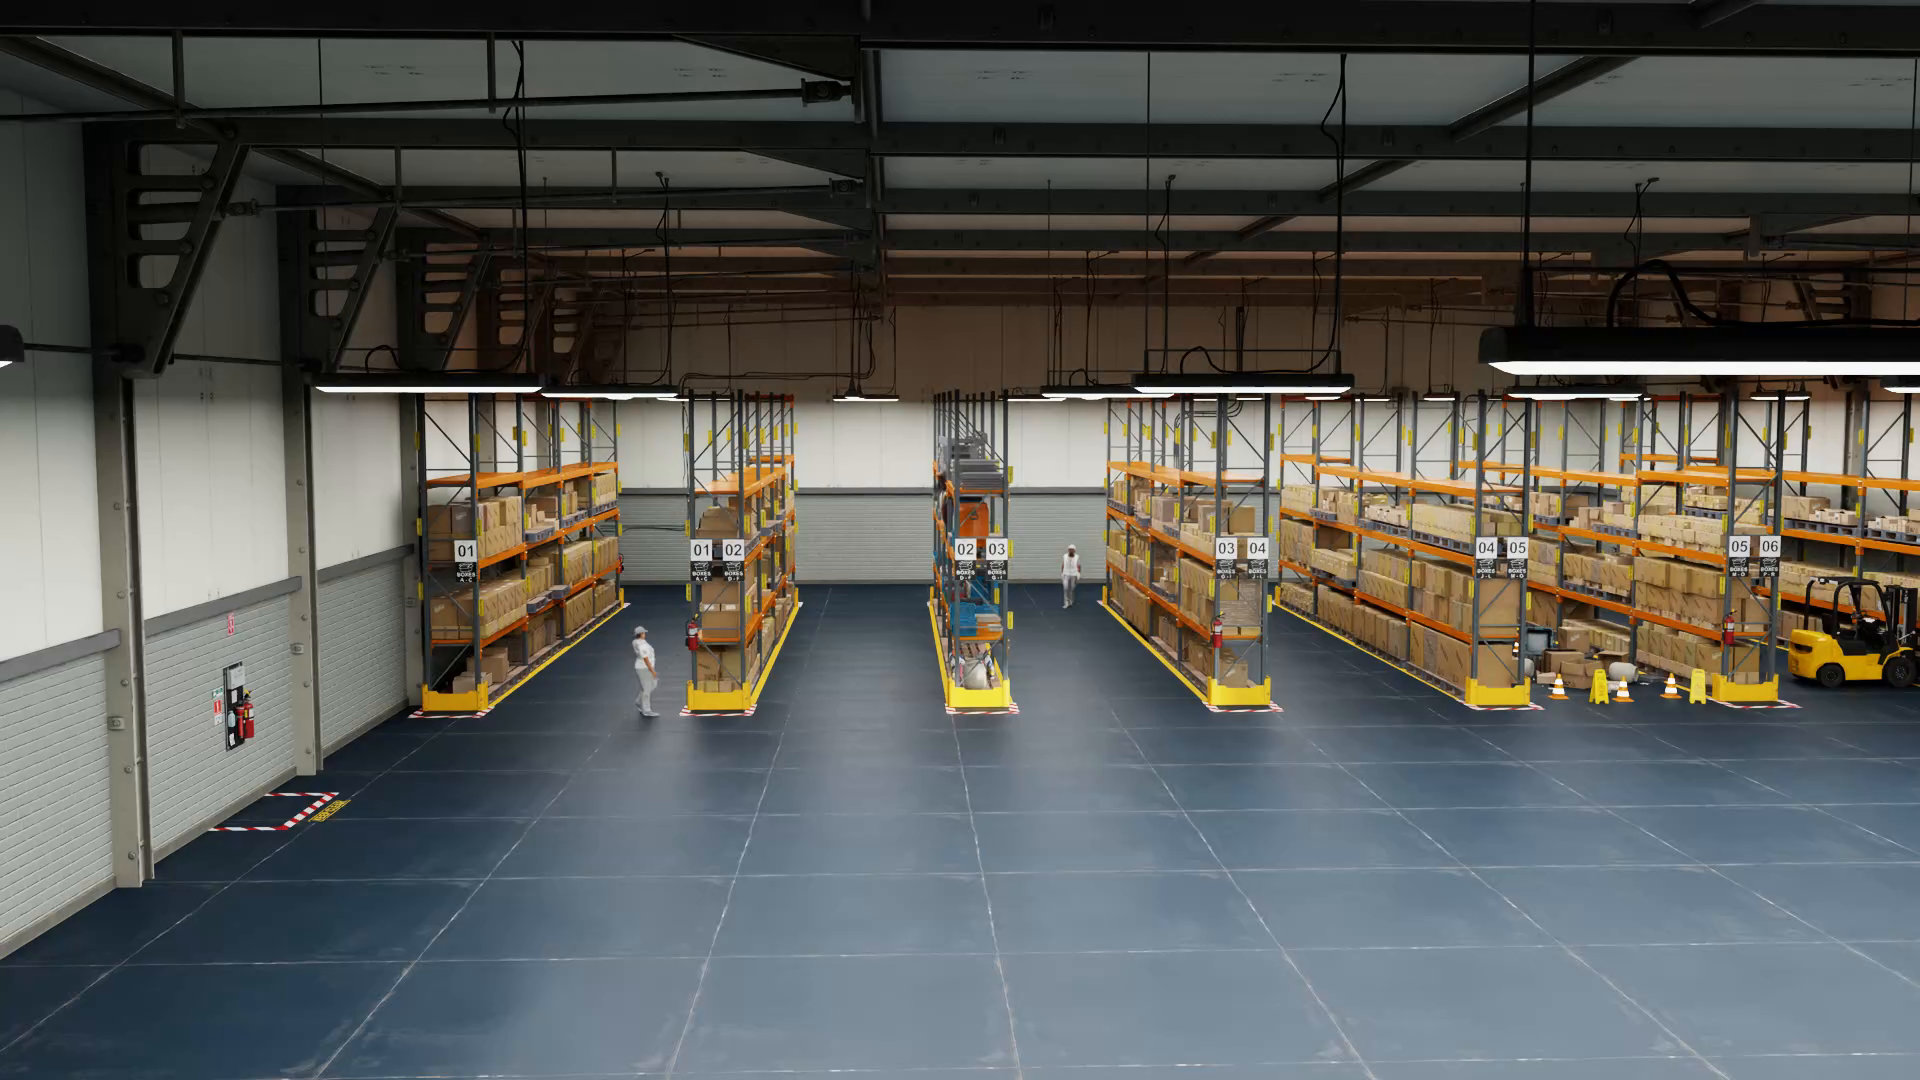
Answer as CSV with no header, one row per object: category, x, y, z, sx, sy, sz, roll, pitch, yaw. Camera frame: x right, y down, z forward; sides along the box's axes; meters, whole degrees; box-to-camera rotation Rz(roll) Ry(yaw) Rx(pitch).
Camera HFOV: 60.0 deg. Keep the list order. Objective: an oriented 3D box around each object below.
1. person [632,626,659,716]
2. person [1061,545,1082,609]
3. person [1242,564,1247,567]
person,-5.808,2.407,30.676,0.475,1.660,0.585,-1,5,-9
person,3.148,1.013,46.910,0.565,1.779,0.791,0,5,2
person,7.522,1.163,44.993,0.629,1.784,0.552,-2,5,-19
